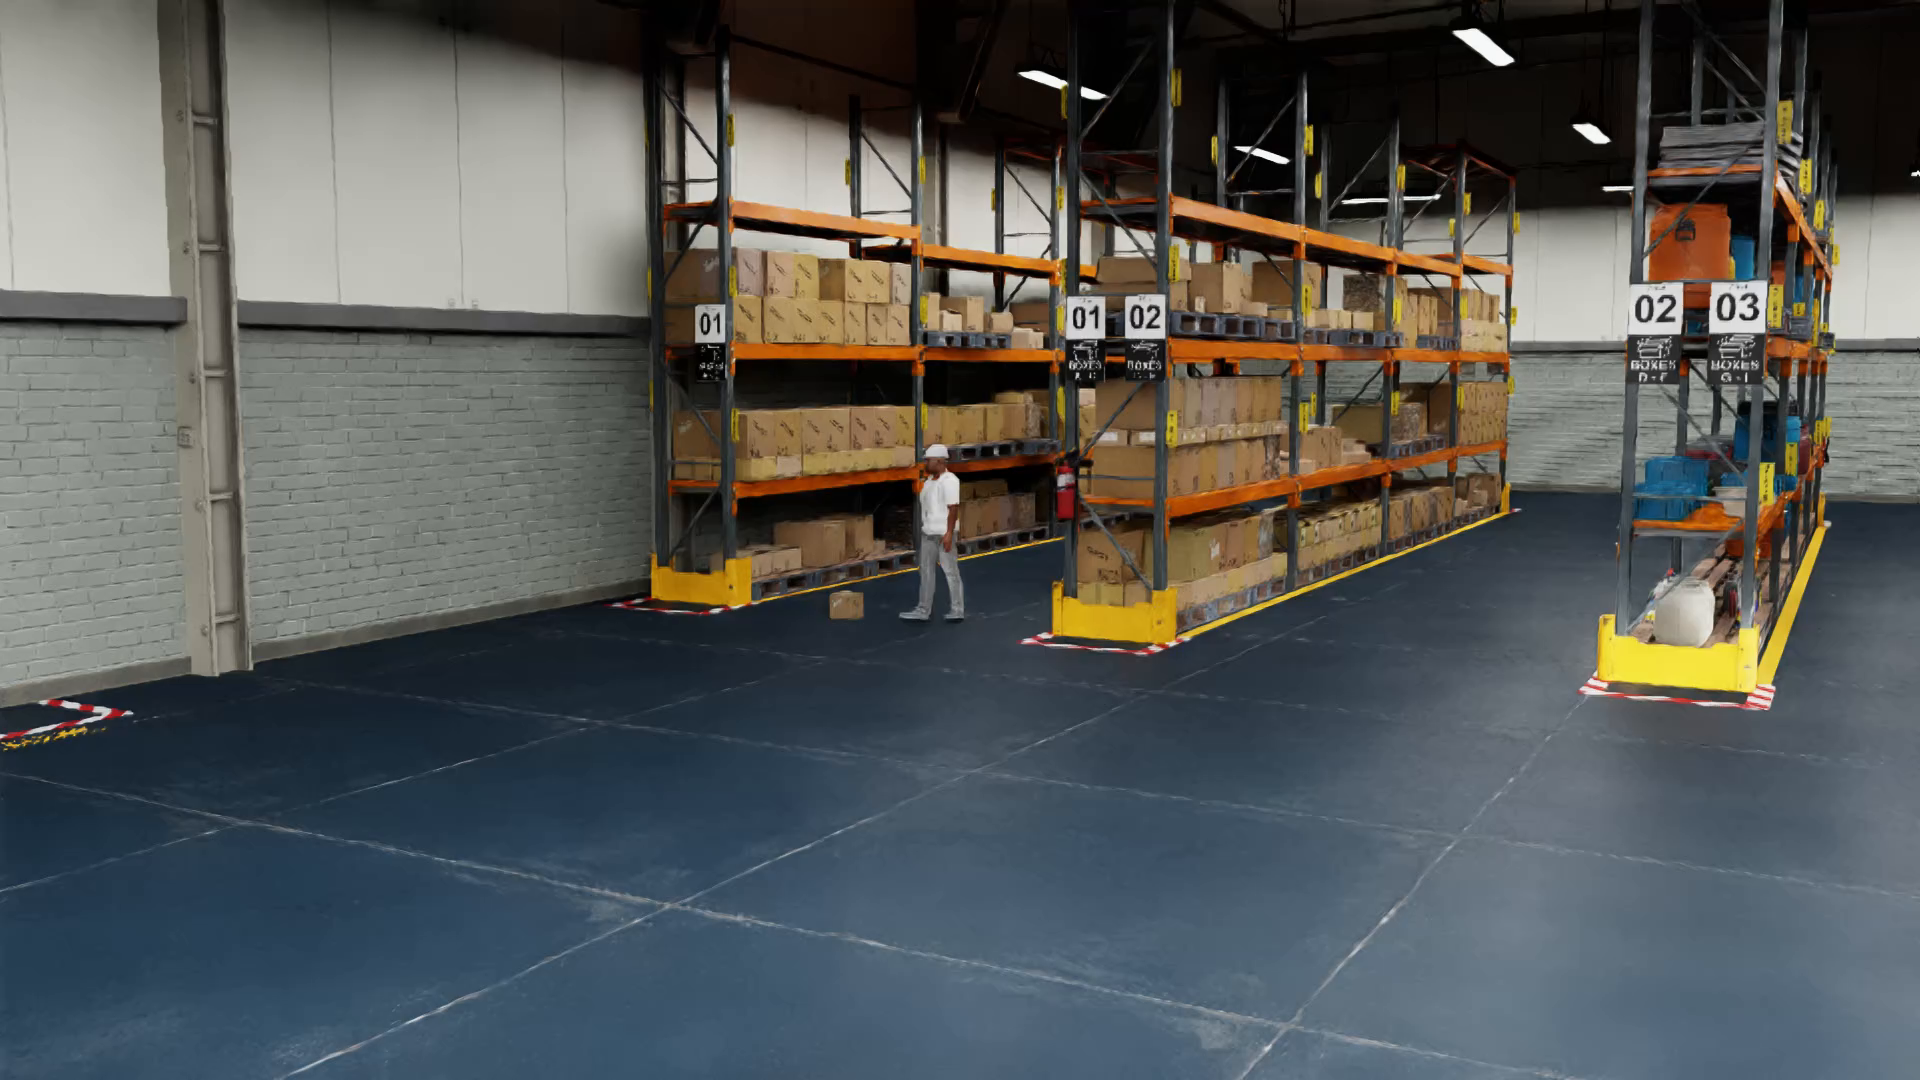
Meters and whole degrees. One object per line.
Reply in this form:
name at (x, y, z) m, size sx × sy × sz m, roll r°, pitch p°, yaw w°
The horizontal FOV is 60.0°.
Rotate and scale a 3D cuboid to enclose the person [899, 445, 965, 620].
person at (-0.249, -0.071, 16.672) m, size 0.601 × 1.769 × 0.570 m, roll -4°, pitch 7°, yaw -33°
